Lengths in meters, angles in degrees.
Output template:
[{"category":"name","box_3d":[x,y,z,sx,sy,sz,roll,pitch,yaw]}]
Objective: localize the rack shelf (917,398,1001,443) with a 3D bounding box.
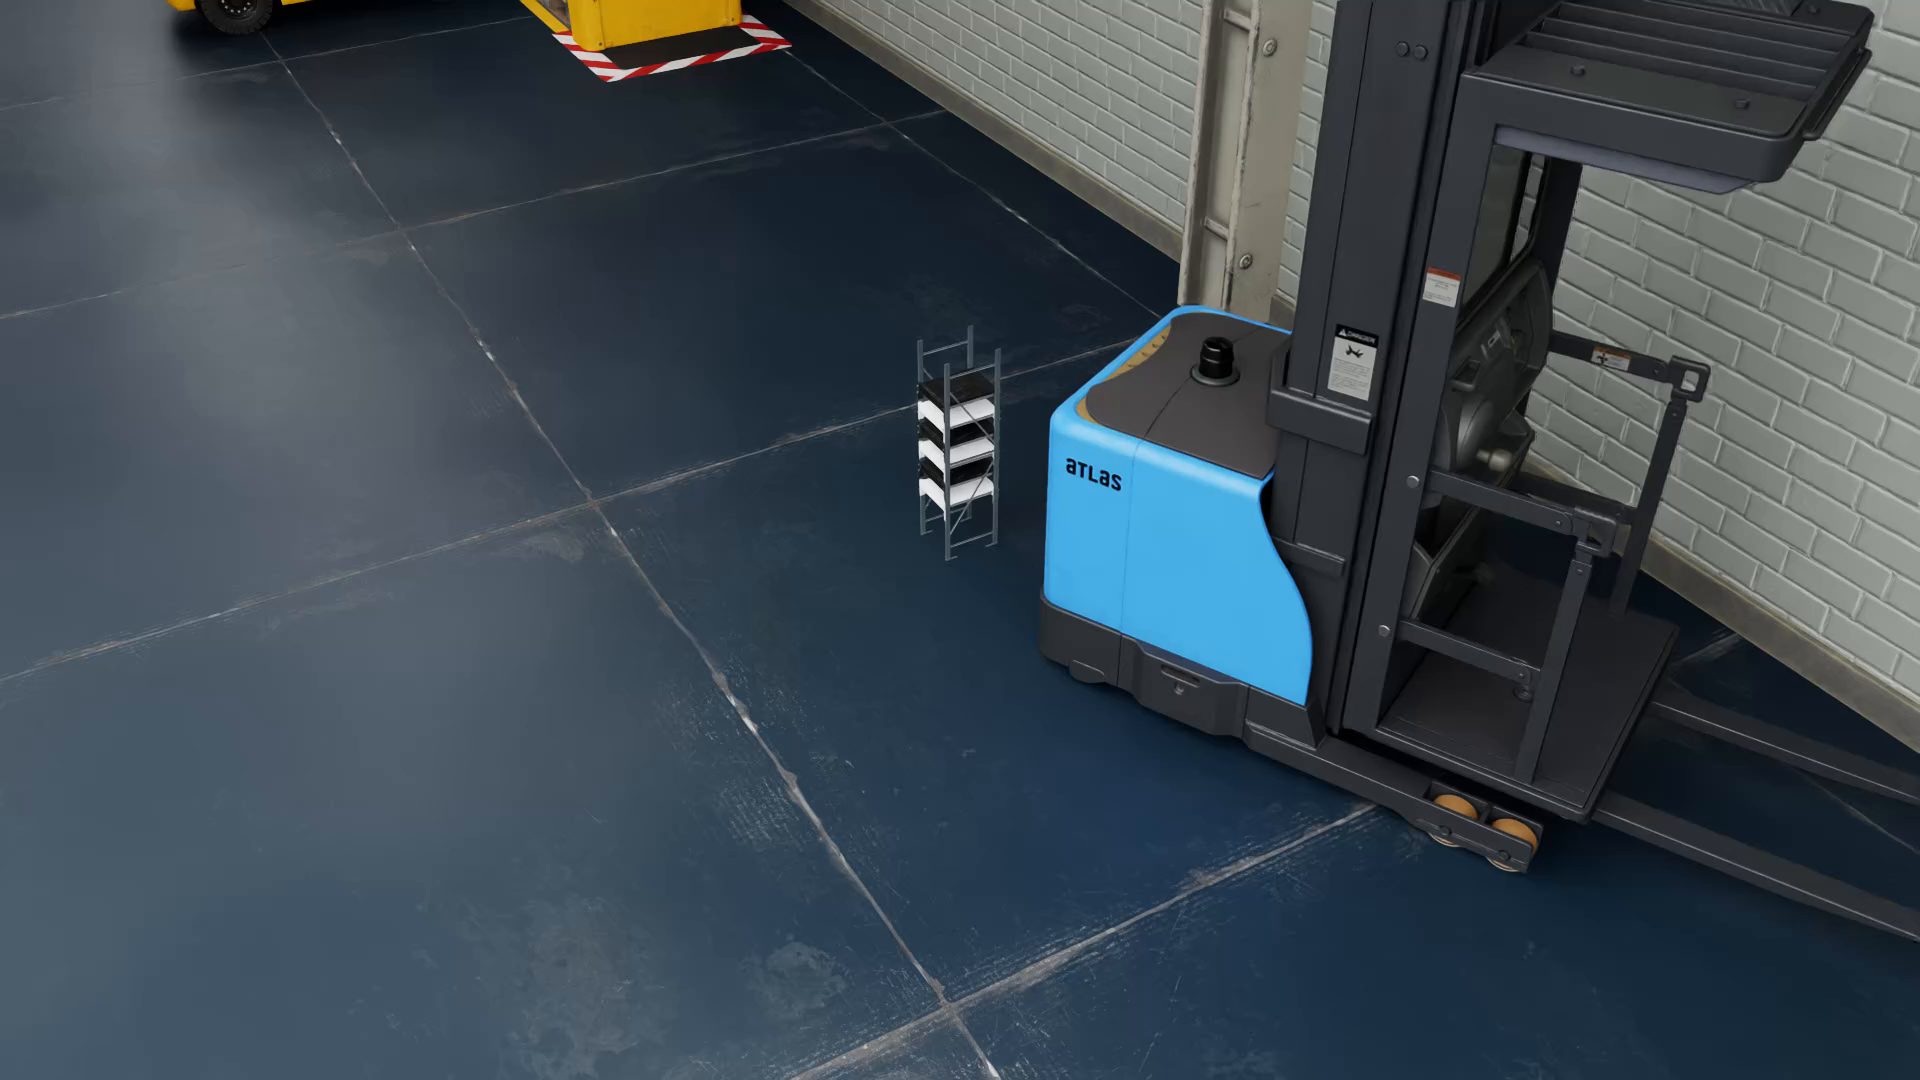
[{"category":"rack shelf","box_3d":[-0.004,-0.486,6.404,0.258,0.077,0.200,-19,40,-24]}]

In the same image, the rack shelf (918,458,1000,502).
[{"category":"rack shelf","box_3d":[-0.004,-0.268,6.563,0.258,0.077,0.200,-19,40,-24]}]

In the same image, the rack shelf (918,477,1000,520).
[{"category":"rack shelf","box_3d":[-0.004,-0.195,6.616,0.258,0.077,0.200,-19,40,-24]}]

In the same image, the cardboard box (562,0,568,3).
[{"category":"cardboard box","box_3d":[-2.629,-3.996,11.653,0.500,0.250,0.500,-19,40,-24]}]

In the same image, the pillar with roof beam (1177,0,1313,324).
[{"category":"pillar with roof beam","box_3d":[-2.399,-3.500,3.913,9.100,9.000,0.400,-19,40,-24]}]

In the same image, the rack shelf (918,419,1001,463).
[{"category":"rack shelf","box_3d":[-0.004,-0.413,6.457,0.258,0.077,0.200,-19,40,-24]}]

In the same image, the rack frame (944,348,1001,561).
[{"category":"rack frame","box_3d":[0.047,-0.316,6.419,0.240,0.900,0.006,-19,40,-24]}]

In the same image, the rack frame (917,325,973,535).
[{"category":"rack frame","box_3d":[-0.055,-0.419,6.561,0.240,0.900,0.006,-19,40,-24]}]

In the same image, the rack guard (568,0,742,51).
[{"category":"rack guard","box_3d":[-2.108,-3.769,11.487,1.175,0.500,0.348,-19,40,-24]}]

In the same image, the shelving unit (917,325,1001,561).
[{"category":"shelving unit","box_3d":[-0.004,-0.368,6.490,0.258,0.900,0.210,-19,40,-24]}]

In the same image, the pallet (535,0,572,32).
[{"category":"pallet","box_3d":[-2.541,-4.042,12.106,1.003,0.211,1.213,-19,40,-24]}]

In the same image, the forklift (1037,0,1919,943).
[{"category":"forklift","box_3d":[1.793,-0.487,4.932,3.031,2.935,1.130,22,41,27]}]

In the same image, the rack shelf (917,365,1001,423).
[{"category":"rack shelf","box_3d":[-0.004,-0.559,6.351,0.258,0.077,0.200,-19,40,-24]}]

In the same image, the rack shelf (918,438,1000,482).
[{"category":"rack shelf","box_3d":[-0.004,-0.341,6.510,0.258,0.077,0.200,-19,40,-24]}]

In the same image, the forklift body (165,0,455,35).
[{"category":"forklift body","box_3d":[-4.650,-4.875,11.601,2.313,2.155,1.214,-19,40,-24]}]
